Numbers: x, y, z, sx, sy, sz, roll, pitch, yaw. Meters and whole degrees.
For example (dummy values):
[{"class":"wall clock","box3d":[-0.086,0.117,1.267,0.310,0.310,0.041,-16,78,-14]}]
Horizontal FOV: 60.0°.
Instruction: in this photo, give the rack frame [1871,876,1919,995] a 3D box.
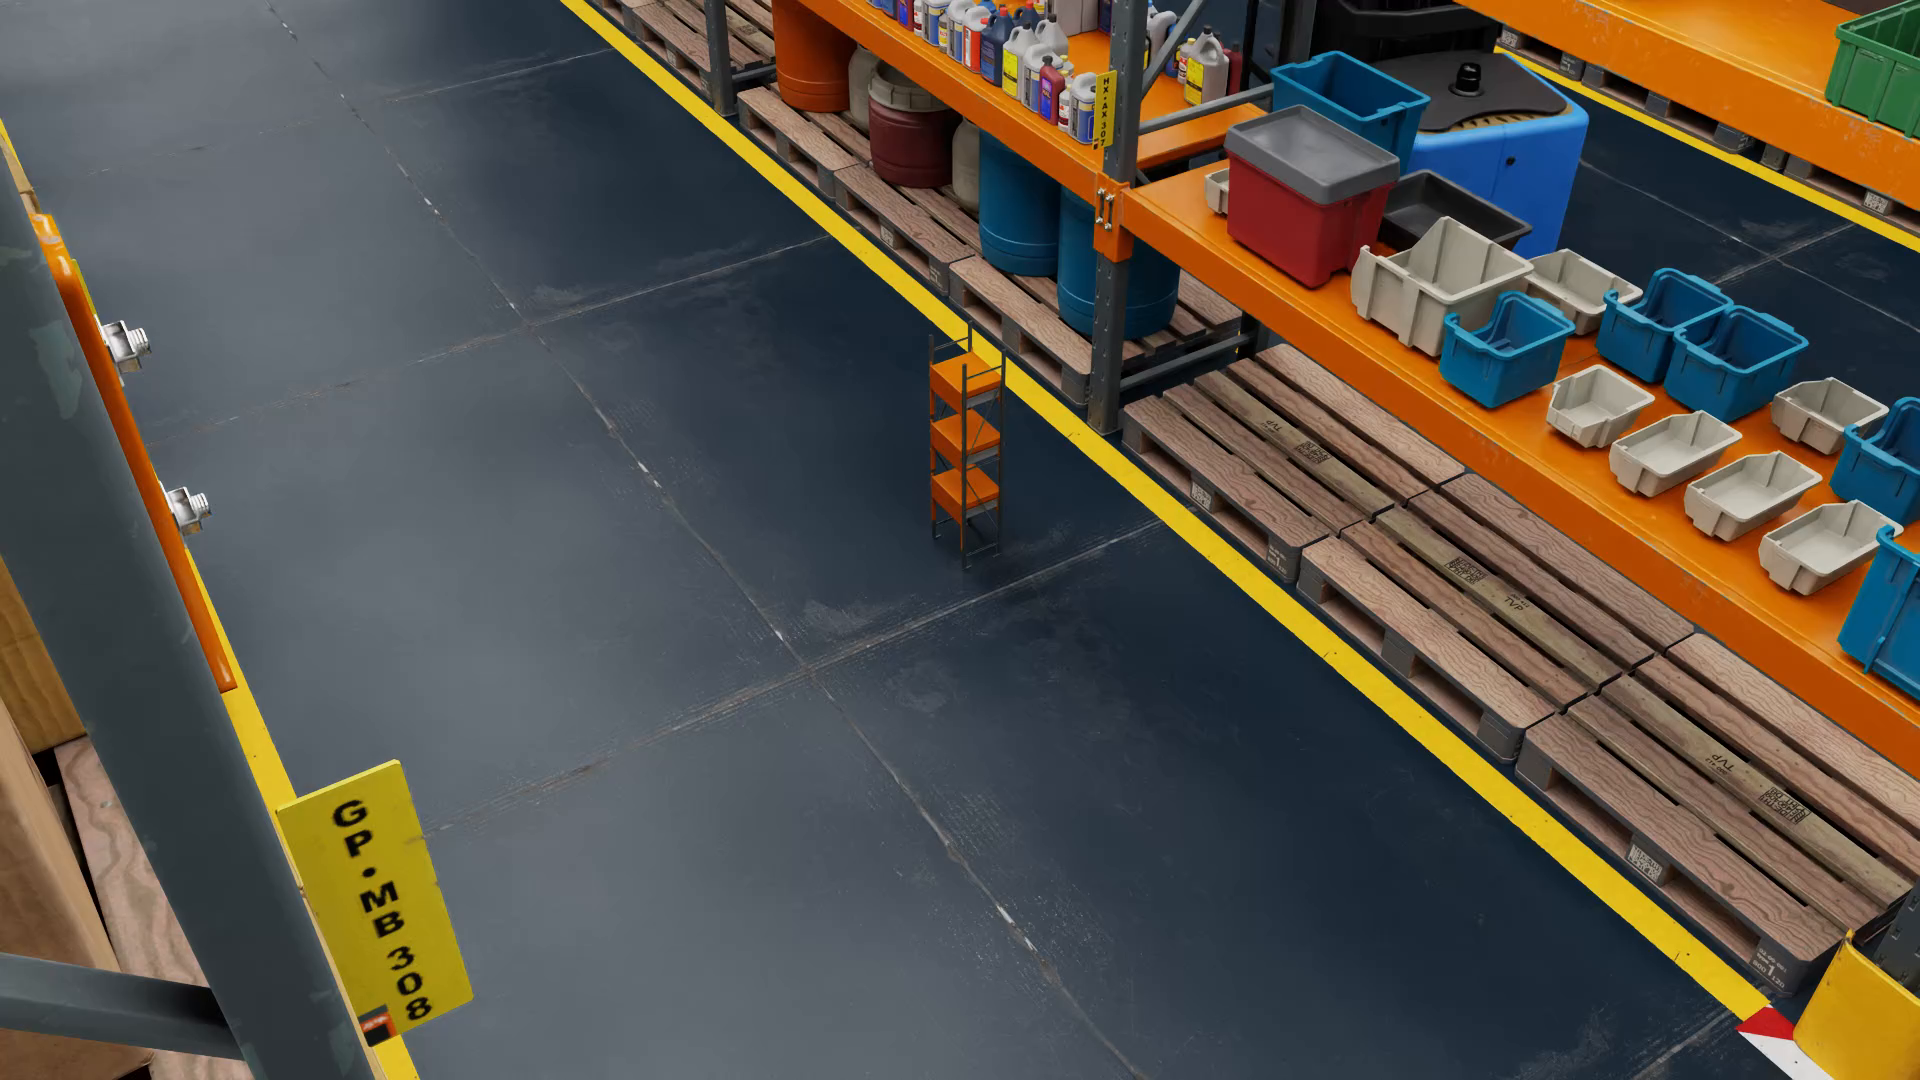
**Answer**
[{"class":"rack frame","box3d":[3.207,0.322,4.520,1.000,3.000,0.127,-22,45,-24]}]

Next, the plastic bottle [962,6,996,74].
[{"class":"plastic bottle","box3d":[0.104,-2.360,7.836,0.152,0.276,0.135,-22,45,-24]}]

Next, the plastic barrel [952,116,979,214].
[{"class":"plastic barrel","box3d":[0.169,-2.060,8.994,0.421,0.512,0.421,0,40,0]}]

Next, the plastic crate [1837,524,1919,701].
[{"class":"plastic crate","box3d":[2.869,0.169,4.629,0.616,0.435,0.499,-22,45,-24]}]

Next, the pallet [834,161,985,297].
[{"class":"pallet","box3d":[0.016,-1.856,9.312,1.003,0.211,1.213,-22,45,-24]}]

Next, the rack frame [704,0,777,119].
[{"class":"rack frame","box3d":[-1.095,-3.996,9.702,1.000,3.000,0.127,-22,45,-24]}]

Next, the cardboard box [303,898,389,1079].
[{"class":"cardboard box","box3d":[-1.268,1.060,2.933,0.500,0.500,0.500,-23,45,-25]}]

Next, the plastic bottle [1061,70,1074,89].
[{"class":"plastic bottle","box3d":[0.466,-2.008,7.472,0.097,0.201,0.097,0,40,0]}]

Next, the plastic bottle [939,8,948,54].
[{"class":"plastic bottle","box3d":[-0.054,-2.457,8.011,0.097,0.201,0.097,0,40,0]}]

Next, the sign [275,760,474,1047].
[{"class":"sign","box3d":[-0.498,0.321,1.434,0.100,0.325,0.005,-22,45,-24]}]

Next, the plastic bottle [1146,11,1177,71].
[{"class":"plastic bottle","box3d":[0.932,-2.368,7.845,0.152,0.276,0.135,-22,45,-24]}]

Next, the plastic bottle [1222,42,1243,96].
[{"class":"plastic bottle","box3d":[1.219,-2.137,7.562,0.061,0.283,0.133,-22,45,-24]}]

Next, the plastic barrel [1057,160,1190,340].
[{"class":"plastic barrel","box3d":[0.778,-1.492,8.008,0.600,0.901,0.708,-22,45,-24]}]

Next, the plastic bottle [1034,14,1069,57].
[{"class":"plastic bottle","box3d":[0.408,-2.251,7.647,0.144,0.351,0.185,-22,45,-24]}]

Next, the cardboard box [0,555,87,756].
[{"class":"cardboard box","box3d":[-1.495,0.029,2.045,0.700,0.500,0.500,-24,45,-26]}]

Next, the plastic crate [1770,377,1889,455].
[{"class":"plastic crate","box3d":[2.884,-0.414,5.563,0.250,0.136,0.298,-22,45,-24]}]

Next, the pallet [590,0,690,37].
[{"class":"pallet","box3d":[-2.130,-4.014,11.902,1.003,0.211,1.213,-22,45,-24]}]

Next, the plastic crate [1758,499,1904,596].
[{"class":"plastic crate","box3d":[2.616,0.023,5.039,0.396,0.136,0.243,-22,45,-24]}]

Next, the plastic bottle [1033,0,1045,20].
[{"class":"plastic bottle","box3d":[0.411,-2.713,8.318,0.097,0.201,0.097,0,40,0]}]

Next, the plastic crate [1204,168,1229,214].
[{"class":"plastic crate","box3d":[1.186,-1.458,6.816,0.396,0.136,0.243,-22,45,-24]}]

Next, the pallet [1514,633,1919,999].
[{"class":"pallet","box3d":[2.796,0.935,5.963,1.003,0.211,1.213,-22,45,-24]}]

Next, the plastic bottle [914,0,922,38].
[{"class":"plastic bottle","box3d":[-0.178,-2.582,8.161,0.097,0.201,0.097,0,40,0]}]

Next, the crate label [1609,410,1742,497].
[{"class":"crate label","box3d":[2.302,-0.281,5.403,0.396,0.136,0.243,-22,45,-24]}]

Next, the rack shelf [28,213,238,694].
[{"class":"rack shelf","box3d":[-2.044,-0.927,2.208,1.077,0.370,4.000,-22,45,-24]}]

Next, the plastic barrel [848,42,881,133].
[{"class":"plastic barrel","box3d":[-0.438,-2.669,9.725,0.421,0.512,0.421,0,40,0]}]

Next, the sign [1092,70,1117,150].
[{"class":"sign","box3d":[0.591,-1.755,6.797,0.100,0.325,0.005,-22,45,-24]}]

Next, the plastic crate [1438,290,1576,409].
[{"class":"plastic crate","box3d":[1.887,-0.657,5.779,0.416,0.233,0.300,-22,45,-24]}]

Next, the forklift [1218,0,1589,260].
[{"class":"forklift","box3d":[2.156,-3.173,8.768,1.130,2.935,3.031,-11,41,-13]}]

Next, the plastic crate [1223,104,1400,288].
[{"class":"plastic crate","box3d":[1.325,-1.316,6.390,0.402,0.464,0.583,-22,45,-24]}]

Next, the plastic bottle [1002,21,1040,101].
[{"class":"plastic bottle","box3d":[0.286,-2.201,7.587,0.144,0.351,0.185,-22,45,-24]}]

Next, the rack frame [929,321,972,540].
[{"class":"rack frame","box3d":[-0.037,-0.440,6.958,0.200,1.050,0.008,-22,45,-24]}]

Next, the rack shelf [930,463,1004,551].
[{"class":"rack shelf","box3d":[0.029,-0.153,7.064,0.215,0.259,0.240,-22,45,-24]}]

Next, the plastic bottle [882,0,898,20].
[{"class":"plastic bottle","box3d":[-0.306,-2.796,8.301,0.144,0.351,0.185,-22,45,-24]}]

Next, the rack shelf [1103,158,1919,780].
[{"class":"rack shelf","box3d":[2.132,-0.481,6.046,1.077,0.370,4.000,-22,45,-24]}]

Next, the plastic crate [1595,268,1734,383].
[{"class":"plastic crate","box3d":[2.482,-0.756,5.898,0.416,0.233,0.300,-22,45,-24]}]

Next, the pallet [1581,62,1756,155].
[{"class":"pallet","box3d":[4.765,-2.895,10.559,1.003,0.211,1.213,-22,45,-24]}]

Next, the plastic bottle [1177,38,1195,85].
[{"class":"plastic bottle","box3d":[1.070,-2.233,7.742,0.097,0.201,0.097,0,40,0]}]

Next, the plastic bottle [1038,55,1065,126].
[{"class":"plastic bottle","box3d":[0.409,-2.003,7.401,0.061,0.283,0.133,-22,45,-24]}]

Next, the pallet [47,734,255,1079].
[{"class":"pallet","box3d":[-1.377,0.512,2.019,1.003,0.211,1.213,-22,45,-24]}]

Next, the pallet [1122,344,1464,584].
[{"class":"pallet","box3d":[1.484,-0.382,7.544,1.003,0.211,1.213,-22,45,-24]}]

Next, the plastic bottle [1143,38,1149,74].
[{"class":"plastic bottle","box3d":[0.837,-2.286,7.805,0.097,0.201,0.097,0,40,0]}]

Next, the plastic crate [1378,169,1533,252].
[{"class":"plastic crate","box3d":[1.885,-1.243,6.566,0.437,0.125,0.590,-22,45,-24]}]

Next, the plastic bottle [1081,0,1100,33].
[{"class":"plastic bottle","box3d":[0.631,-2.670,8.208,0.152,0.276,0.135,-22,45,-24]}]

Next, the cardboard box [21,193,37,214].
[{"class":"cardboard box","box3d":[-4.444,-0.773,7.166,1.225,0.875,0.875,-22,45,-24]}]

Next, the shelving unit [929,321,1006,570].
[{"class":"shelving unit","box3d":[0.029,-0.374,6.879,0.215,1.050,0.252,-22,45,-24]}]

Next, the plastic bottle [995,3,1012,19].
[{"class":"plastic bottle","box3d":[0.199,-2.411,7.901,0.097,0.271,0.097,0,40,0]}]

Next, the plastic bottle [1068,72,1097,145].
[{"class":"plastic bottle","box3d":[0.572,-1.891,7.273,0.152,0.276,0.135,-22,45,-24]}]
